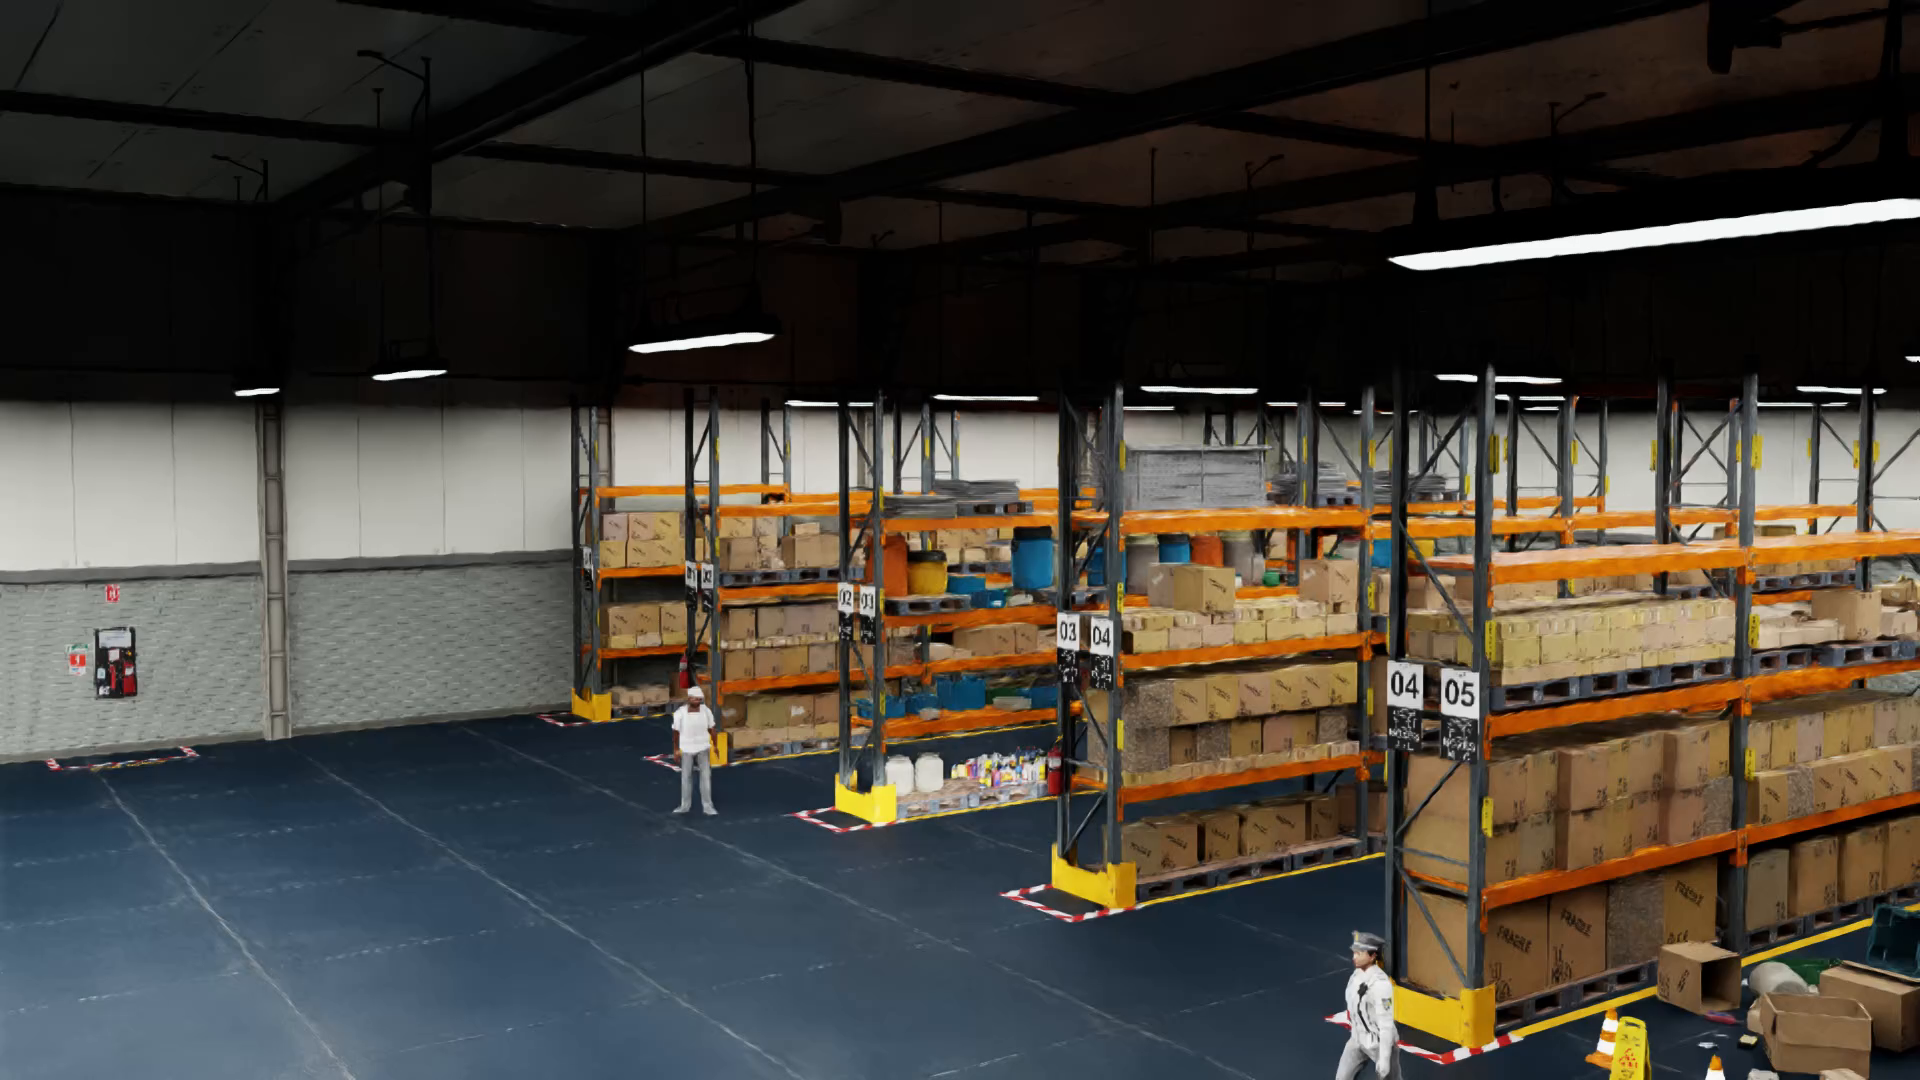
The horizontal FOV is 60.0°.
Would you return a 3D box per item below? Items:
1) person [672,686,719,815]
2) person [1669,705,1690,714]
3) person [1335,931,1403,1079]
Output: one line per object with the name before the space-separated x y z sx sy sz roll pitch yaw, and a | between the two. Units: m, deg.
person | -3.639 2.886 22.901 0.652 1.768 0.428 -1 4 -14
person | 9.680 2.911 22.307 0.464 1.787 0.625 2 4 33
person | 3.015 3.615 11.987 0.907 1.636 0.483 -1 4 -18
